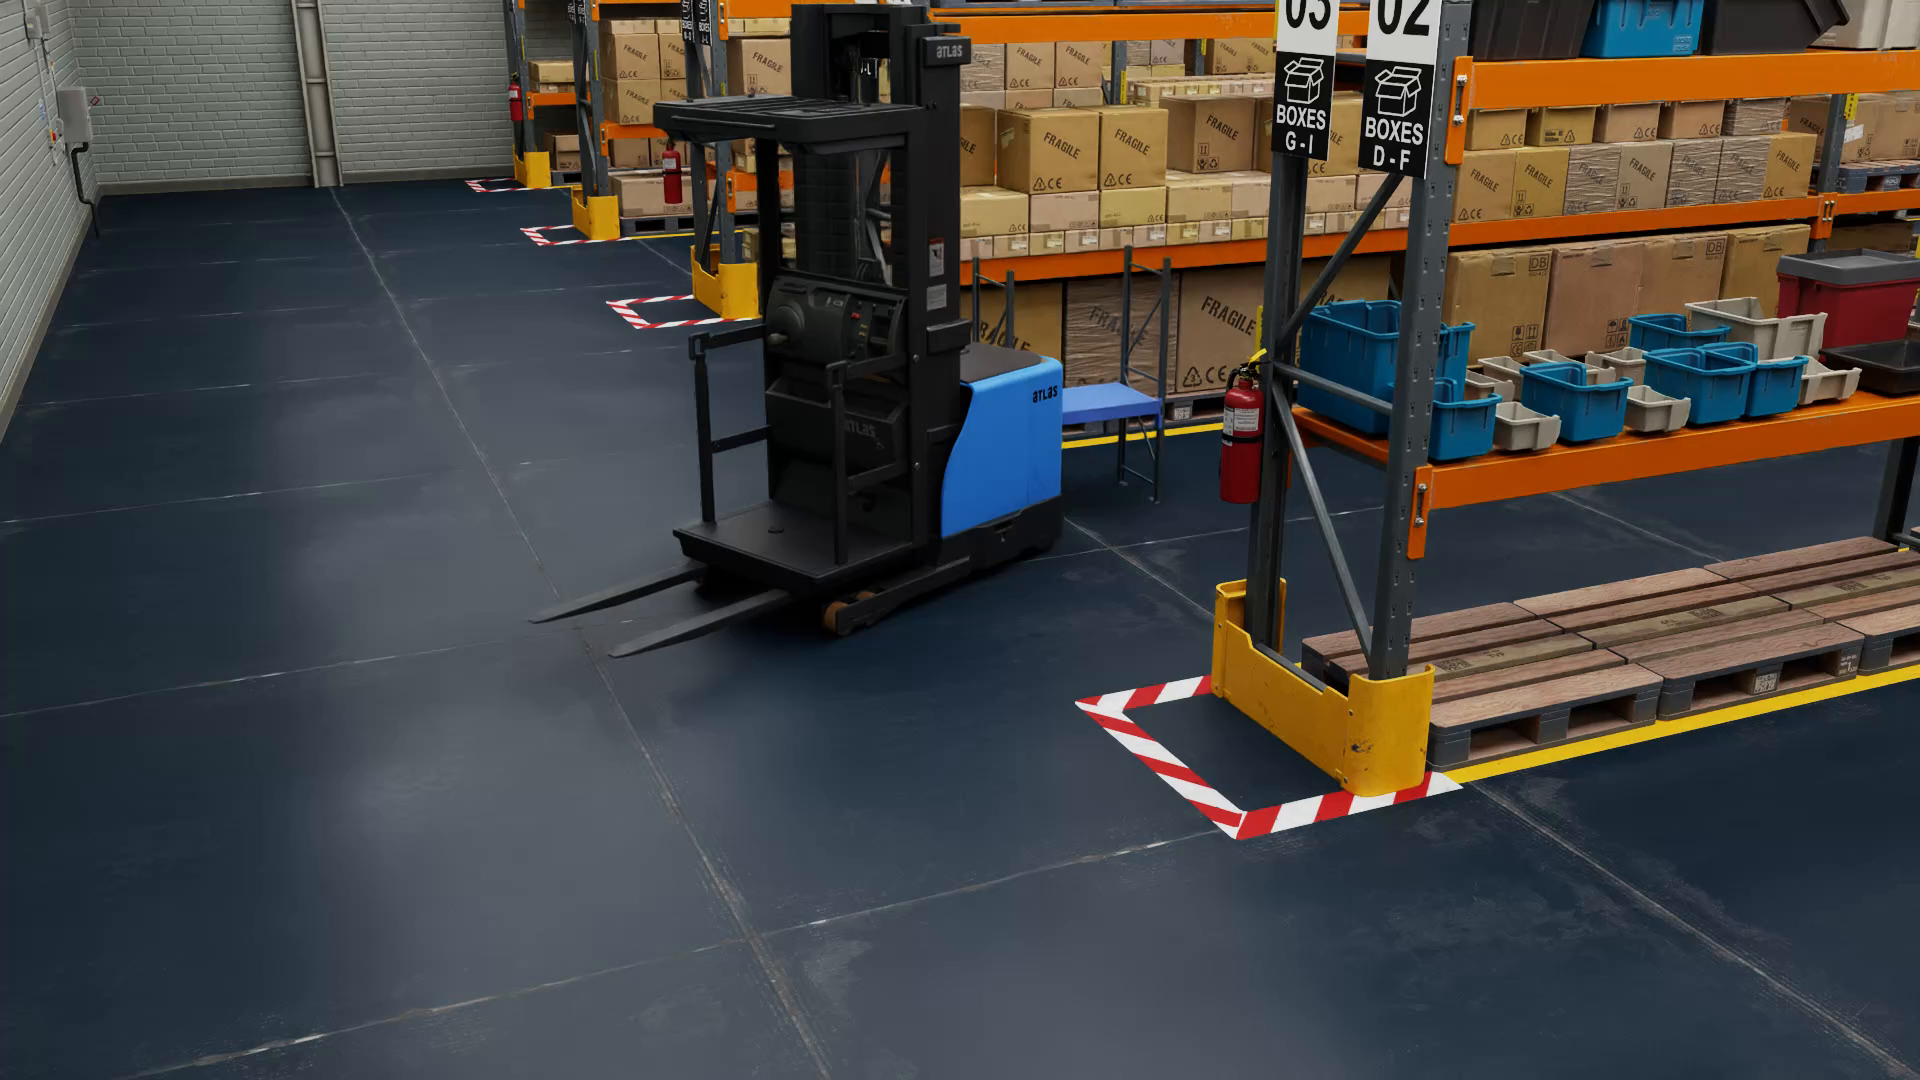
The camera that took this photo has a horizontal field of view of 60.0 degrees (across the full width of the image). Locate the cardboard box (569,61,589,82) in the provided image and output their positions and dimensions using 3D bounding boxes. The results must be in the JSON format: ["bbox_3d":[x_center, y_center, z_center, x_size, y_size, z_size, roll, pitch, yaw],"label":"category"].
[{"bbox_3d":[-5.343,-6.751,23.957,0.500,0.250,0.500,-8,21,-21],"label":"cardboard box"}]

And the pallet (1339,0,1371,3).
[{"bbox_3d":[2.484,-3.897,11.691,1.213,0.211,1.003,-8,21,-22],"label":"pallet"}]

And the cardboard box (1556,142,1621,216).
[{"bbox_3d":[4.681,-2.792,12.785,0.500,0.500,0.500,-9,21,-23],"label":"cardboard box"}]

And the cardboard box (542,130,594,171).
[{"bbox_3d":[-5.730,-5.710,24.348,0.637,0.503,0.797,-9,21,-24],"label":"cardboard box"}]

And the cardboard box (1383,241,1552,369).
[{"bbox_3d":[3.819,-1.915,13.010,0.875,0.875,1.225,-8,21,-22],"label":"cardboard box"}]

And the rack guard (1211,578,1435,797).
[{"bbox_3d":[1.511,0.594,7.082,0.348,0.500,1.175,-8,21,-22],"label":"rack guard"}]

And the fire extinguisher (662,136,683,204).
[{"bbox_3d":[-2.720,-3.523,15.690,0.183,0.674,0.296,-8,21,-22],"label":"fire extinguisher"}]

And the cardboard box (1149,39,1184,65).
[{"bbox_3d":[2.615,-6.548,21.946,0.500,0.500,0.500,-9,21,-23],"label":"cardboard box"}]

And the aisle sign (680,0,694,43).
[{"bbox_3d":[-2.492,-4.936,15.111,0.004,0.787,0.394,-8,21,-22],"label":"aisle sign"}]

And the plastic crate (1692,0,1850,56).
[{"bbox_3d":[3.040,-2.095,6.532,0.767,0.338,0.504,-8,21,-22],"label":"plastic crate"}]

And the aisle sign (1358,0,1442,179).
[{"bbox_3d":[1.580,-1.718,5.971,0.004,0.787,0.394,-8,21,-22],"label":"aisle sign"}]

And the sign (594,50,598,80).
[{"bbox_3d":[-4.145,-5.400,18.919,0.005,0.325,0.100,-8,21,-22],"label":"sign"}]

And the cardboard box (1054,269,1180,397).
[{"bbox_3d":[0.958,-1.527,11.908,0.875,0.875,0.875,-8,21,-22],"label":"cardboard box"}]

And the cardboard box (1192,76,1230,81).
[{"bbox_3d":[2.611,-4.762,17.380,0.250,0.149,0.380,-9,21,-24],"label":"cardboard box"}]

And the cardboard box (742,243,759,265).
[{"bbox_3d":[-1.934,-2.778,16.109,0.250,0.149,0.380,-9,21,-23],"label":"cardboard box"}]

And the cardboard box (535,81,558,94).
[{"bbox_3d":[-5.918,-6.479,23.784,0.250,0.149,0.380,-8,21,-22],"label":"cardboard box"}]

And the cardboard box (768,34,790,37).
[{"bbox_3d":[-1.519,-4.490,15.654,0.500,0.500,0.500,-9,21,-24],"label":"cardboard box"}]

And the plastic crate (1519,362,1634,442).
[{"bbox_3d":[2.490,-0.560,6.758,0.300,0.233,0.416,-8,21,-22],"label":"plastic crate"}]

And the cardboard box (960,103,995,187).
[{"bbox_3d":[-0.091,-2.670,11.237,0.500,0.500,0.500,-8,21,-21],"label":"cardboard box"}]

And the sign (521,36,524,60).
[{"bbox_3d":[-6.114,-6.880,23.243,0.005,0.325,0.100,-8,21,-22],"label":"sign"}]

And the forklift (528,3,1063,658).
[{"bbox_3d":[-0.773,-1.101,8.236,1.130,2.935,3.031,16,25,39],"label":"forklift"}]

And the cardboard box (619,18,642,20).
[{"bbox_3d":[-3.885,-6.098,19.692,0.250,0.149,0.380,-8,21,-21],"label":"cardboard box"}]

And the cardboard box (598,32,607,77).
[{"bbox_3d":[-4.011,-5.779,19.763,0.500,0.500,0.500,-7,21,-20],"label":"cardboard box"}]

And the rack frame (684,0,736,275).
[{"bbox_3d":[-2.306,-3.628,15.310,0.127,3.000,1.000,-8,21,-22],"label":"rack frame"}]

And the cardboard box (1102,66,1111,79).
[{"bbox_3d":[1.711,-6.059,21.685,0.500,0.250,0.500,-9,21,-23],"label":"cardboard box"}]

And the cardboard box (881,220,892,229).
[{"bbox_3d":[-0.706,-3.065,16.476,0.250,0.149,0.380,-9,21,-24],"label":"cardboard box"}]

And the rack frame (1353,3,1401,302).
[{"bbox_3d":[3.239,-2.629,12.471,0.127,3.000,1.000,-8,21,-22],"label":"rack frame"}]

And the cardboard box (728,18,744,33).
[{"bbox_3d":[-2.727,-6.078,19.634,0.250,0.149,0.380,-8,21,-21],"label":"cardboard box"}]

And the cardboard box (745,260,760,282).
[{"bbox_3d":[-1.905,-2.614,16.091,0.250,0.149,0.380,-8,21,-21],"label":"cardboard box"}]

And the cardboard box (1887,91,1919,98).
[{"bbox_3d":[11.566,-5.662,20.861,0.550,0.550,0.875,-8,21,-22],"label":"cardboard box"}]

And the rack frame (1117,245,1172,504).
[{"bbox_3d":[1.114,-1.007,10.123,0.032,1.500,0.500,-9,21,-23],"label":"rack frame"}]

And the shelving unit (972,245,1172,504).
[{"bbox_3d":[0.650,-0.937,9.925,1.048,1.500,0.538,-9,21,-23],"label":"shelving unit"}]

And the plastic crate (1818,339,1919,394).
[{"bbox_3d":[4.280,-0.787,7.566,0.590,0.125,0.437,-8,21,-22],"label":"plastic crate"}]

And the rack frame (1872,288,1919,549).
[{"bbox_3d":[5.201,-1.118,8.181,0.127,3.000,1.000,-8,21,-22],"label":"rack frame"}]

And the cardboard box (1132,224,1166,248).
[{"bbox_3d":[1.202,-2.100,11.347,0.250,0.149,0.380,-8,21,-23],"label":"cardboard box"}]

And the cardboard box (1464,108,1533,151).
[{"bbox_3d":[3.822,-3.235,12.533,0.637,0.503,0.797,-9,21,-23],"label":"cardboard box"}]

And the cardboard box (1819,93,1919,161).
[{"bbox_3d":[7.865,-3.587,14.411,0.500,0.500,0.700,-5,20,-14],"label":"cardboard box"}]

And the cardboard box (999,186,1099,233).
[{"bbox_3d":[0.589,-2.223,11.097,0.500,0.250,0.500,-8,21,-23],"label":"cardboard box"}]

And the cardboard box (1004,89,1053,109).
[{"bbox_3d":[0.558,-4.124,16.120,0.500,0.500,0.500,-9,21,-23],"label":"cardboard box"}]

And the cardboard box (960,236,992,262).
[{"bbox_3d":[0.023,-1.930,10.865,0.250,0.149,0.380,-8,21,-21],"label":"cardboard box"}]

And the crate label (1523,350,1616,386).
[{"bbox_3d":[2.723,-0.736,7.403,0.243,0.136,0.396,-8,21,-22],"label":"crate label"}]

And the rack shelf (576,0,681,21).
[{"bbox_3d":[-2.523,-6.463,19.928,4.000,0.370,1.077,-8,21,-22],"label":"rack shelf"}]

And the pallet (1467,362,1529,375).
[{"bbox_3d":[3.918,-1.438,13.287,1.213,0.211,1.003,-8,21,-22],"label":"pallet"}]

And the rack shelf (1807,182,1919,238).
[{"bbox_3d":[8.748,-3.079,14.832,4.000,0.370,1.077,-8,21,-22],"label":"rack shelf"}]

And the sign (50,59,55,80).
[{"bbox_3d":[-10.394,-5.381,19.044,0.001,0.242,0.339,-8,21,-22],"label":"sign"}]

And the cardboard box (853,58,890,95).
[{"bbox_3d":[-0.841,-4.395,15.385,0.500,0.500,0.500,-9,21,-23],"label":"cardboard box"}]

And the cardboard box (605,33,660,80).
[{"bbox_3d":[-3.806,-5.619,19.309,0.500,0.500,0.500,-9,21,-23],"label":"cardboard box"}]

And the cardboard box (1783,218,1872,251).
[{"bbox_3d":[7.515,-2.634,14.459,0.500,0.250,0.500,-7,21,-20],"label":"cardboard box"}]

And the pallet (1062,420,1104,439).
[{"bbox_3d":[0.269,-0.916,11.806,1.213,0.211,1.003,-8,21,-22],"label":"pallet"}]

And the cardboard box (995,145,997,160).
[{"bbox_3d":[0.251,-3.772,16.096,0.250,0.149,0.380,-9,21,-24],"label":"cardboard box"}]

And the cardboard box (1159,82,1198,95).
[{"bbox_3d":[2.165,-4.465,16.536,0.250,0.149,0.380,-8,21,-20],"label":"cardboard box"}]

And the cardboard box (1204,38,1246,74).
[{"bbox_3d":[3.491,-6.551,22.380,0.500,0.500,0.500,-9,21,-23],"label":"cardboard box"}]

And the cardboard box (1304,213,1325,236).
[{"bbox_3d":[2.381,-2.269,11.827,0.250,0.149,0.380,-8,21,-21],"label":"cardboard box"}]

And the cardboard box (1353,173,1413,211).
[{"bbox_3d":[2.937,-2.560,12.054,0.500,0.250,0.500,-9,21,-23],"label":"cardboard box"}]

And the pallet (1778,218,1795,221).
[{"bbox_3d":[9.442,-3.968,20.473,1.213,0.211,1.003,-8,21,-22],"label":"pallet"}]

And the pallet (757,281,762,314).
[{"bbox_3d":[-1.476,-2.419,16.074,1.213,0.211,1.003,-8,21,-22],"label":"pallet"}]

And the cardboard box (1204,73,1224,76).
[{"bbox_3d":[3.358,-6.242,22.481,0.250,0.149,0.380,-9,22,-25],"label":"cardboard box"}]
